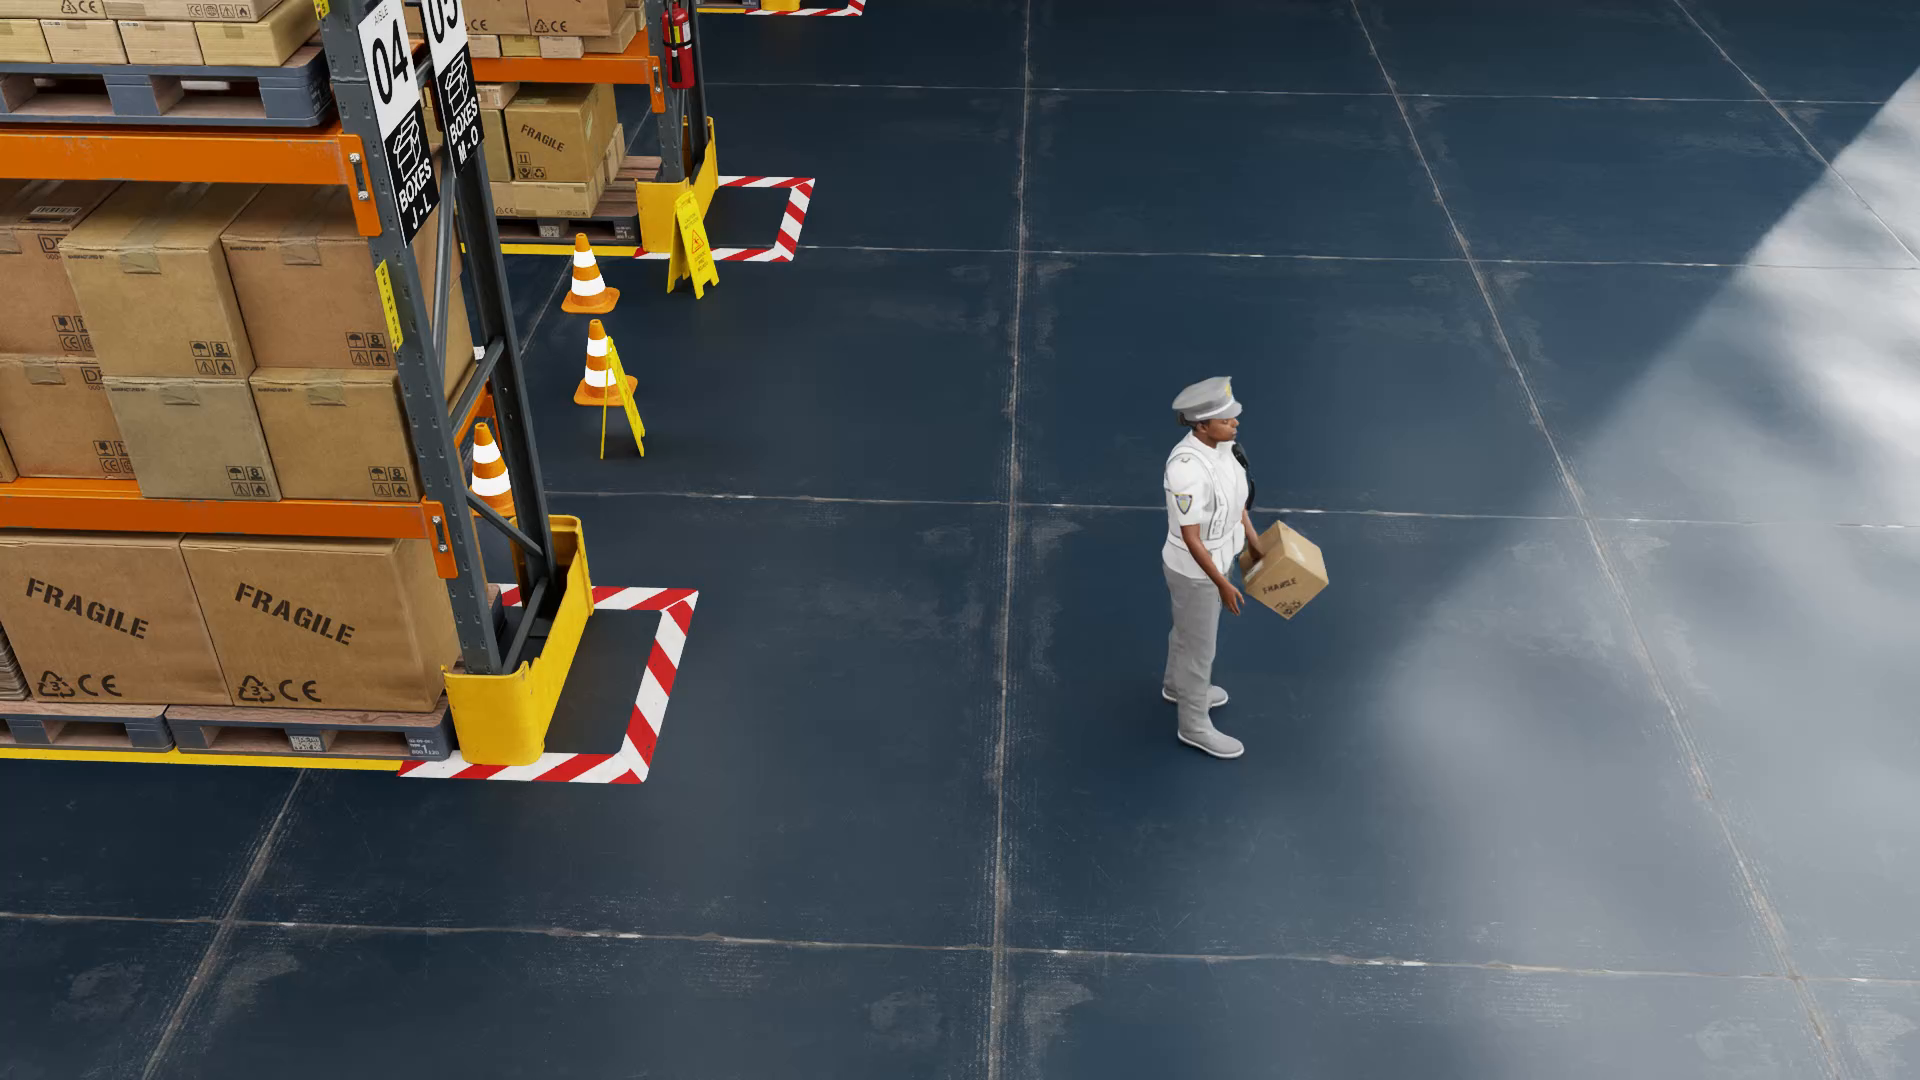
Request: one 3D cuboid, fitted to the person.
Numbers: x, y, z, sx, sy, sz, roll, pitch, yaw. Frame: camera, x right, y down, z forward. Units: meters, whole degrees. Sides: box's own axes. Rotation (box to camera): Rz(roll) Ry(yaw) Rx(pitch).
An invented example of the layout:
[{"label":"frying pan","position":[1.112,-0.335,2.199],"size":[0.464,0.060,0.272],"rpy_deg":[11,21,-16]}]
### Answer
[{"label":"person","position":[1.084,0.092,6.947],"size":[0.514,1.697,0.488],"rpy_deg":[17,39,22]}]
